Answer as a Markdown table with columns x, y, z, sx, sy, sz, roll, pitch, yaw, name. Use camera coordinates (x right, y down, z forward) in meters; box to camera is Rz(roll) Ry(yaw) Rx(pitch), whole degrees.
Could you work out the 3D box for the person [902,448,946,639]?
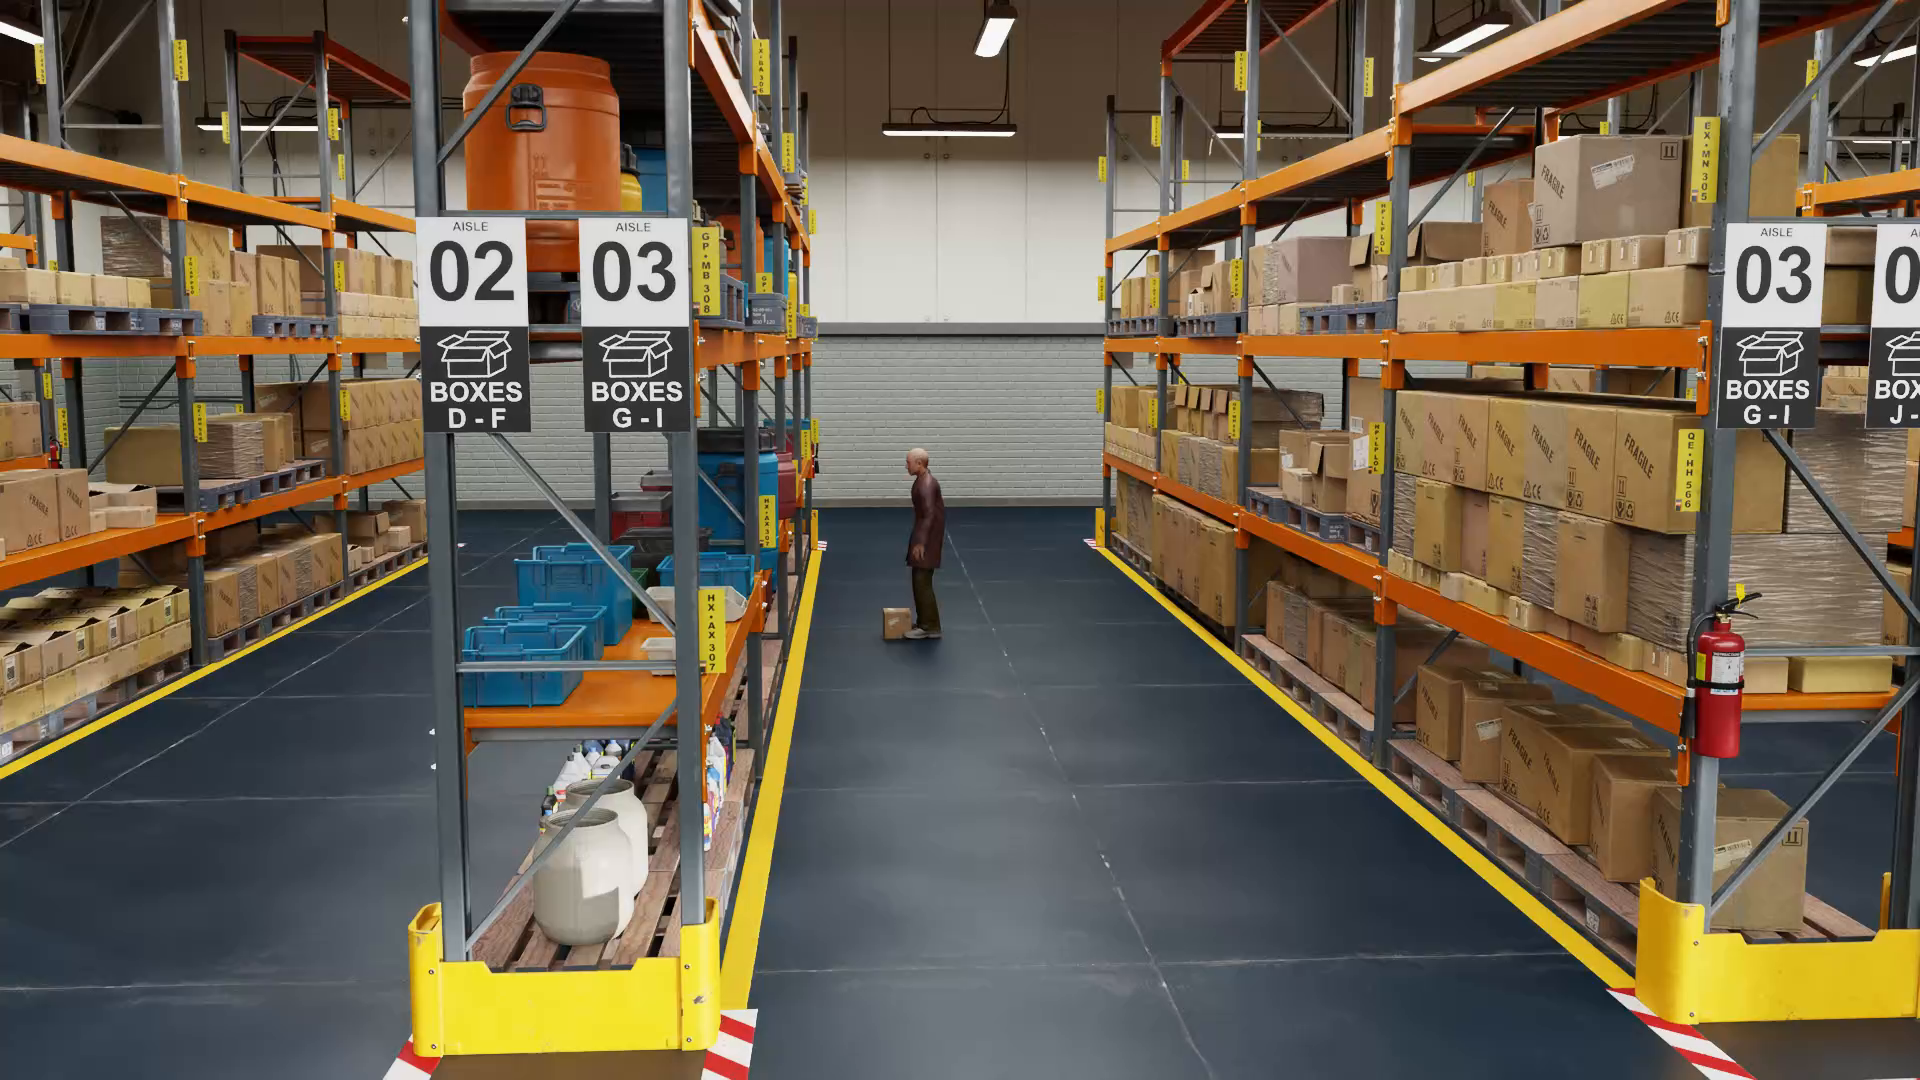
| x | y | z | sx | sy | sz | roll | pitch | yaw | name |
| --- | --- | --- | --- | --- | --- | --- | --- | --- | --- |
| -0.347 | 0.024 | 15.594 | 0.423 | 1.774 | 0.643 | 0 | 7 | -3 | person |
